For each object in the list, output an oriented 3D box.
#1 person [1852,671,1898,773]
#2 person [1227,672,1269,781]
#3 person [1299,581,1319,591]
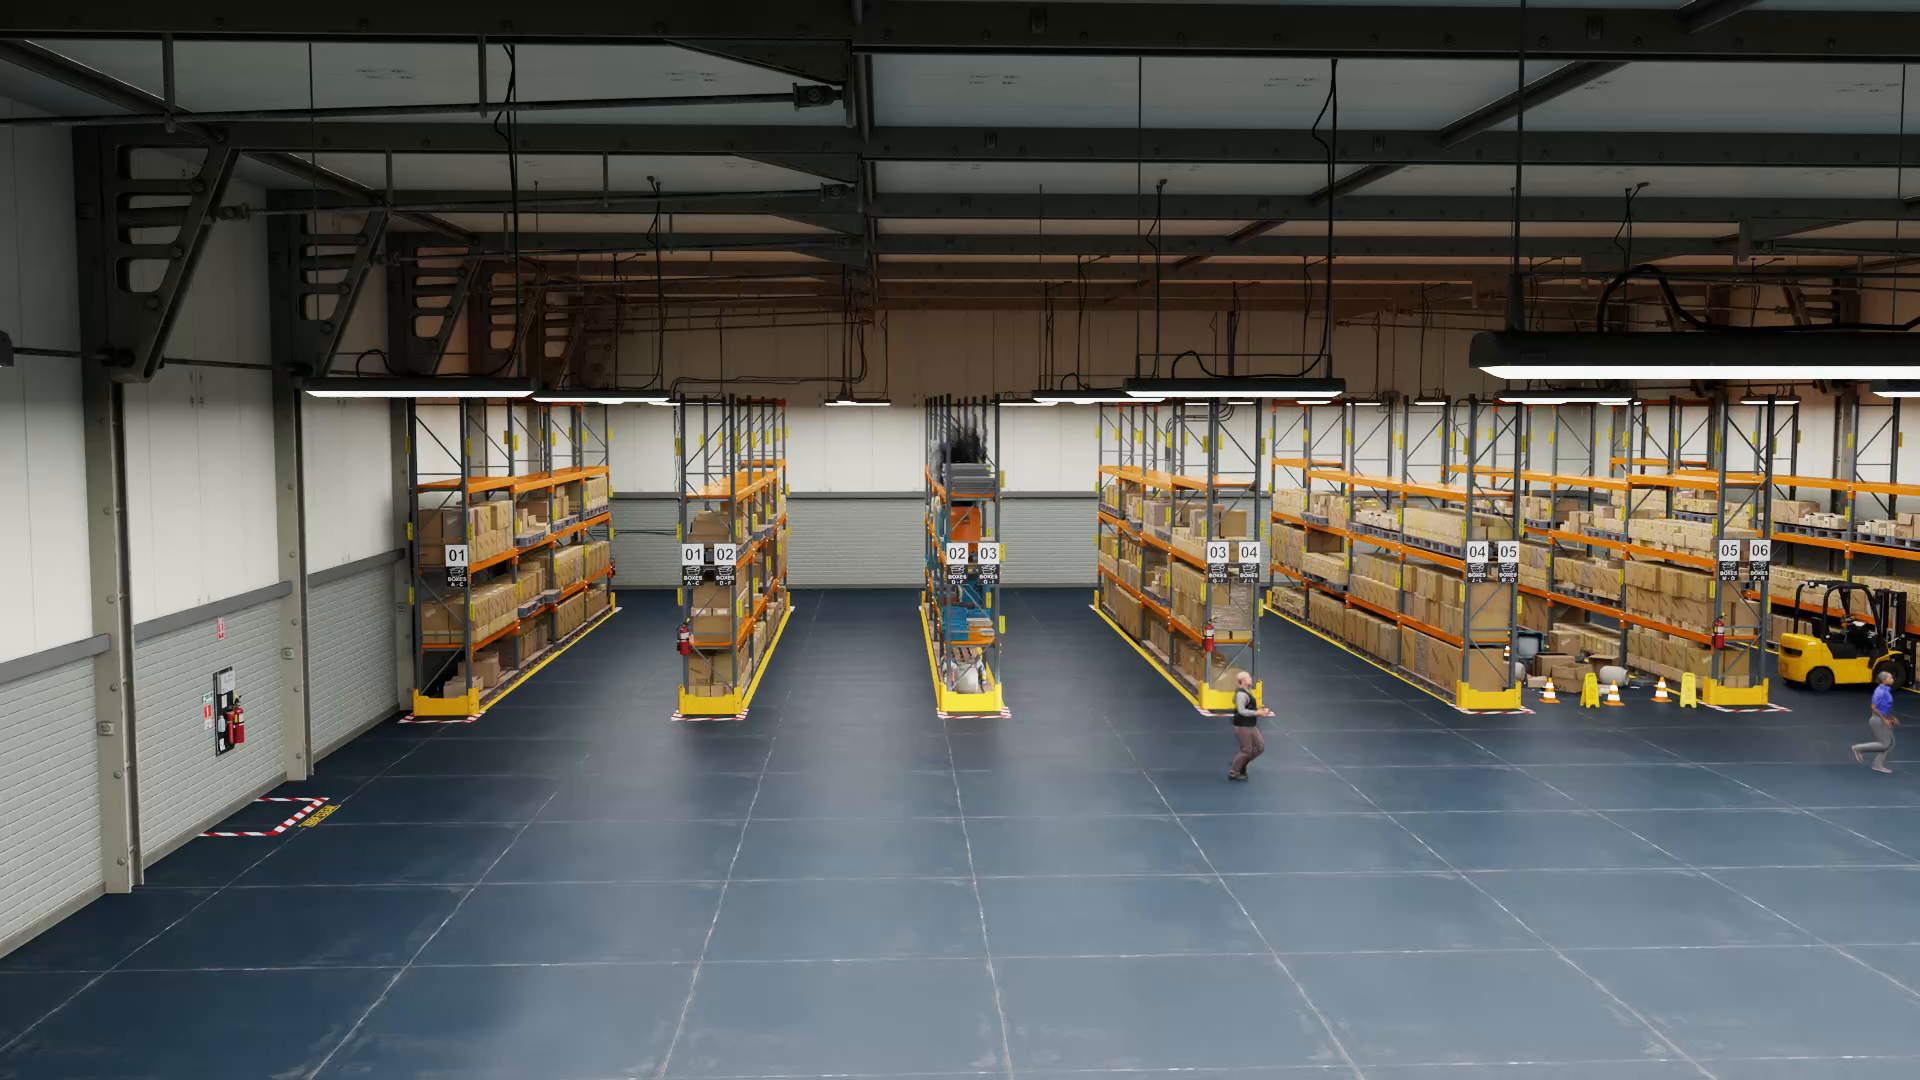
[{"bbox_3d":[14.442,2.860,26.245,0.591,1.612,0.558,3,6,37],"label":"person"},{"bbox_3d":[4.431,2.858,25.492,0.638,1.683,0.638,2,5,19],"label":"person"},{"bbox_3d":[10.312,0.977,49.195,0.639,1.750,0.707,0,5,4],"label":"person"}]
